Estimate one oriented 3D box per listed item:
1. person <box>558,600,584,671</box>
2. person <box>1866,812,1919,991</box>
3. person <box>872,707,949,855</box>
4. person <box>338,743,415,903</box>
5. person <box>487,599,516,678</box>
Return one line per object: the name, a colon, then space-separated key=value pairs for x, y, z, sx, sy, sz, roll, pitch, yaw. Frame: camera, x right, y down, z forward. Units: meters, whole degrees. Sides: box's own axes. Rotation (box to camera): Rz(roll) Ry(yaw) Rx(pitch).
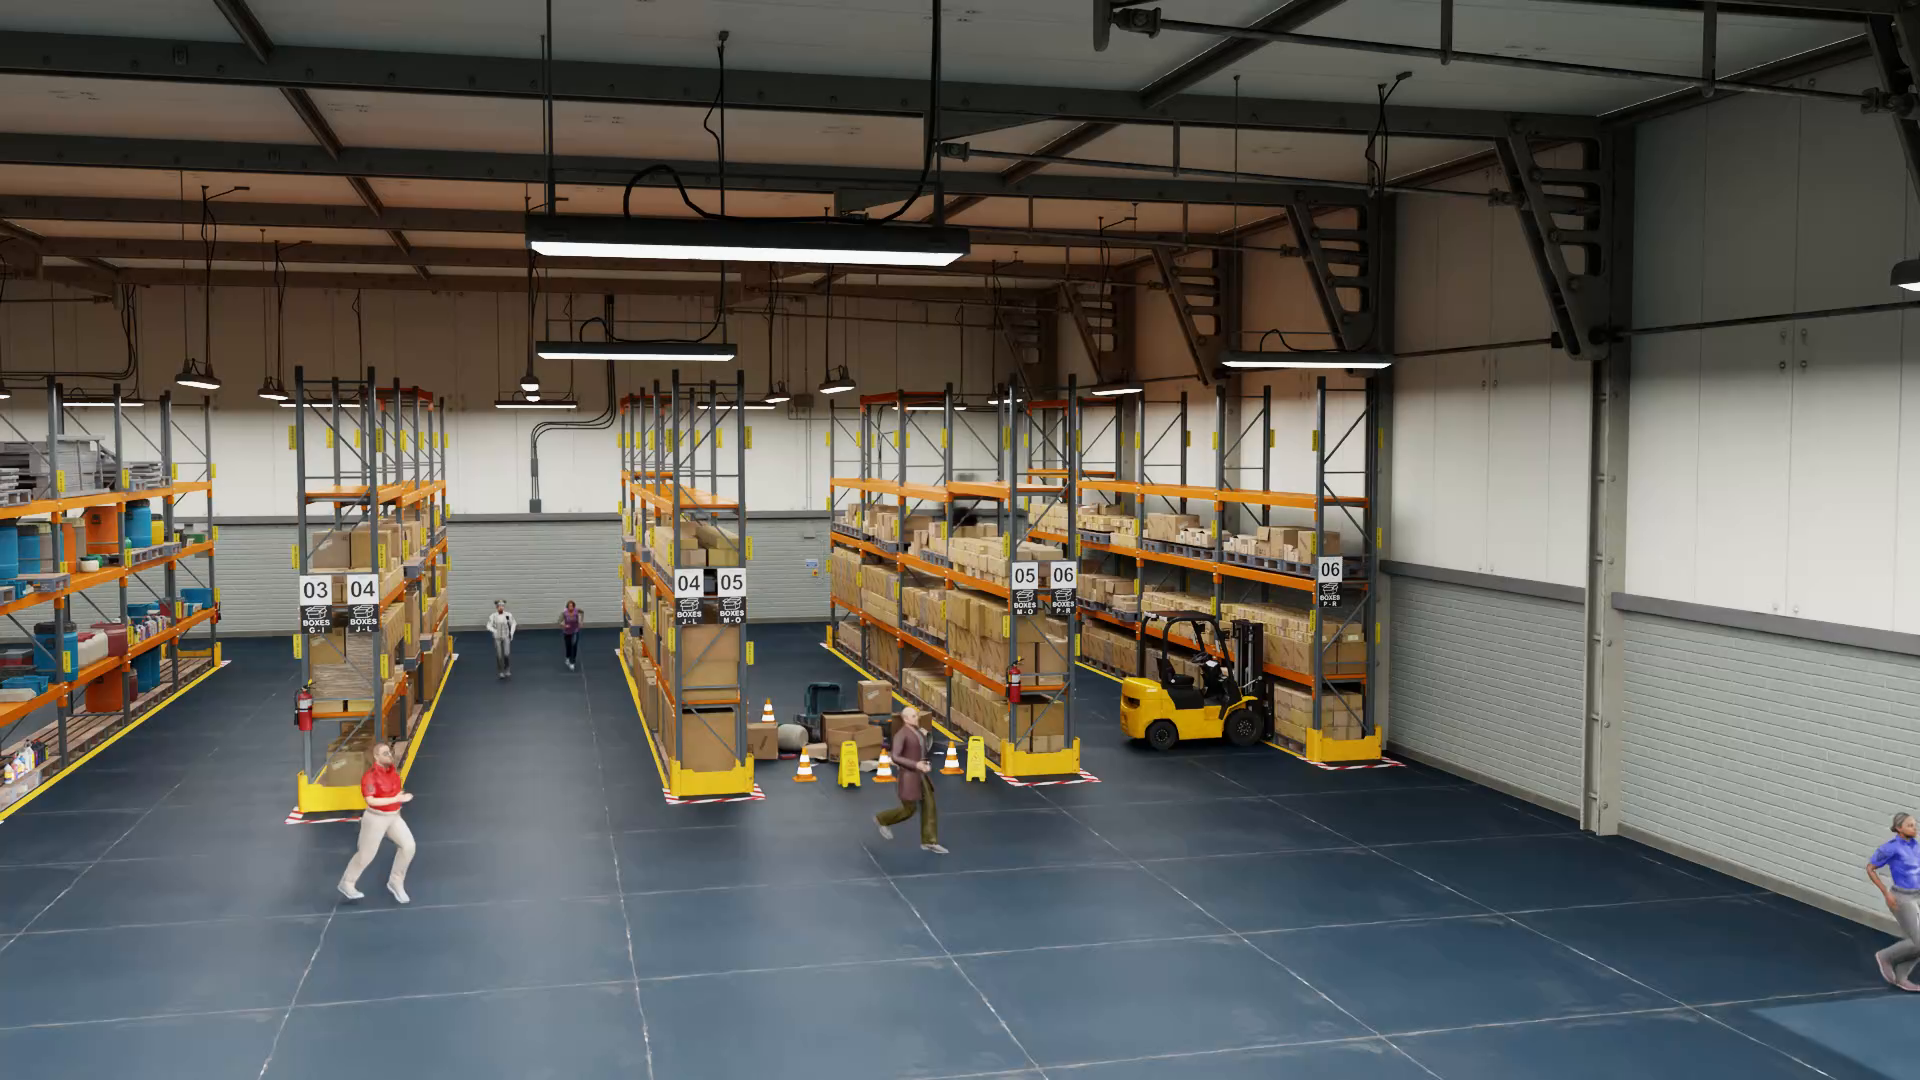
person: x=-8.548 y=2.077 z=36.533 sx=0.583 sy=1.544 sz=0.919 roll=-1 pitch=4 yaw=-18
person: x=8.623 y=3.292 z=15.084 sx=0.562 sy=1.607 sz=0.533 roll=-2 pitch=4 yaw=-27
person: x=-0.594 y=2.918 z=20.306 sx=1.021 sy=1.773 sz=0.722 roll=2 pitch=4 yaw=31
person: x=-6.275 y=3.080 z=18.023 sx=0.911 sy=1.770 sz=0.673 roll=1 pitch=4 yaw=20
person: x=-9.650 y=2.074 z=34.999 sx=0.596 sy=1.664 sz=0.628 roll=-1 pitch=4 yaw=-14
